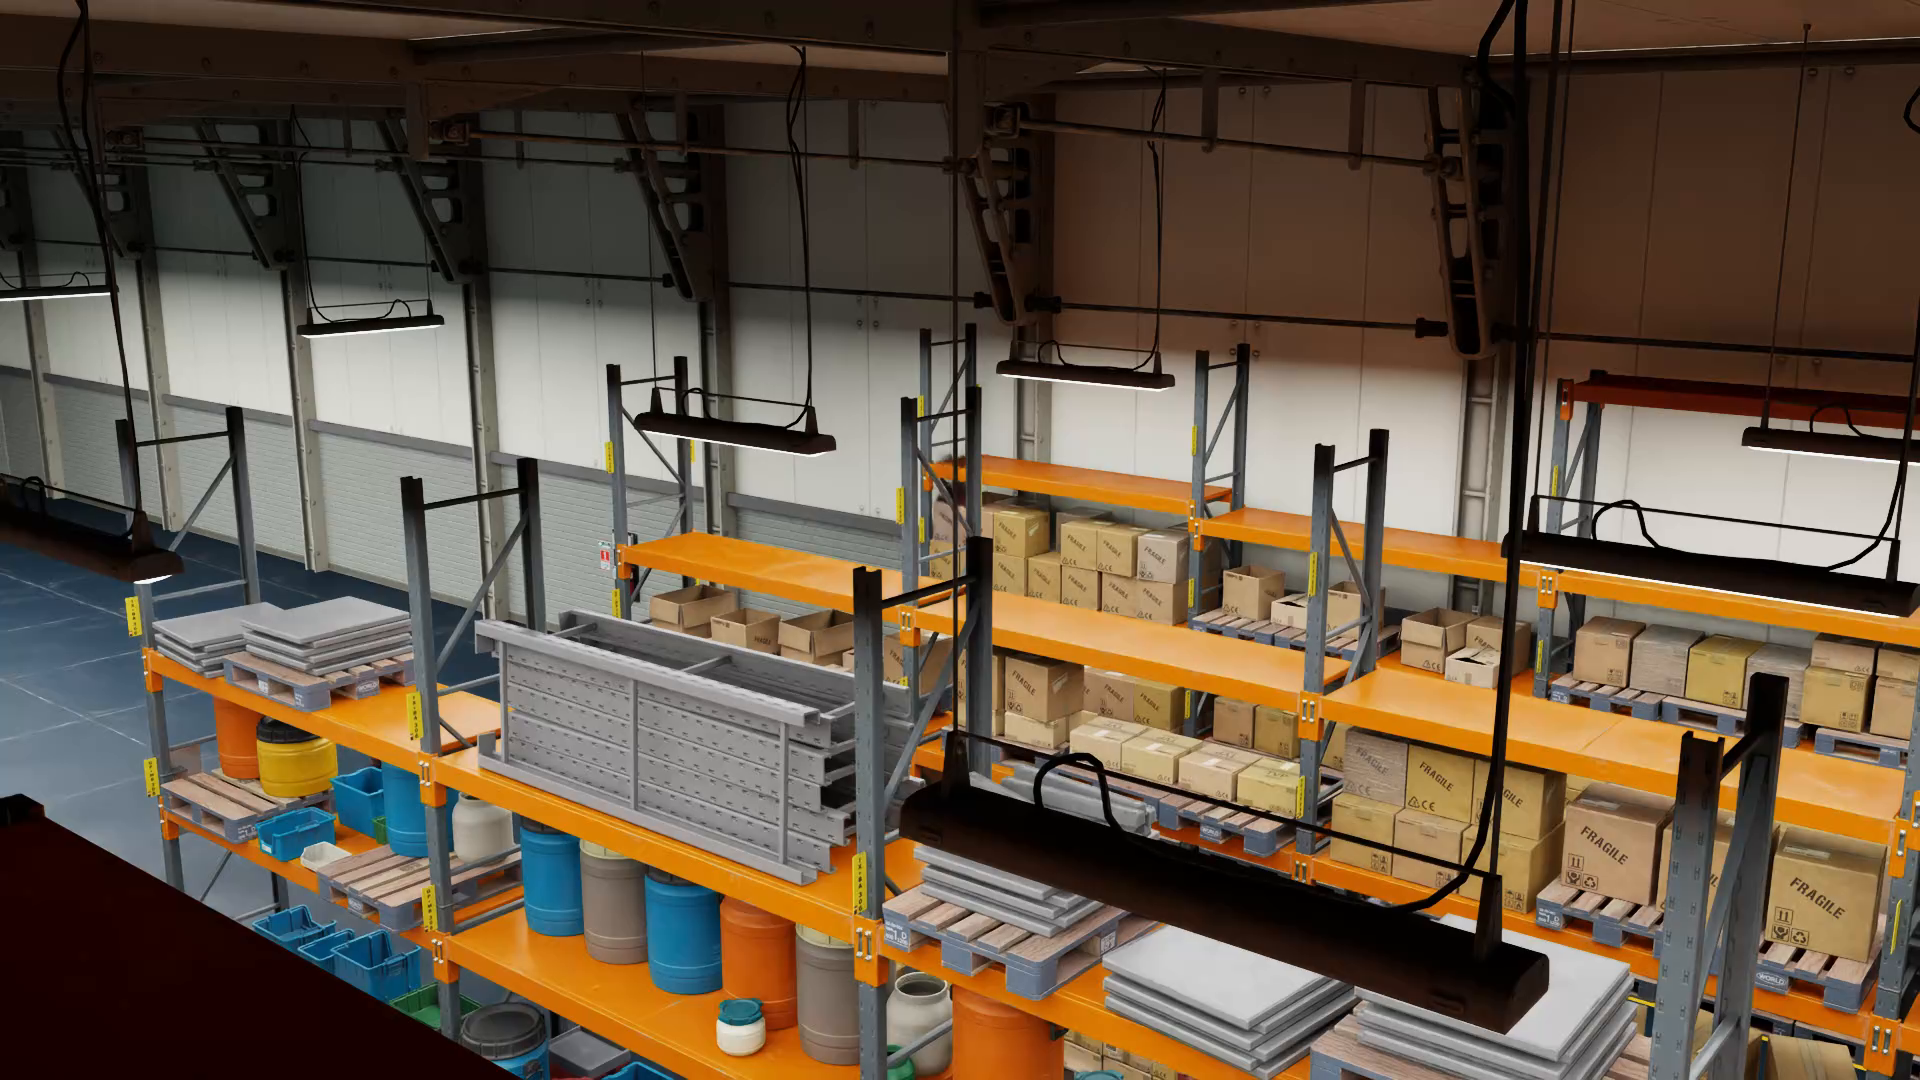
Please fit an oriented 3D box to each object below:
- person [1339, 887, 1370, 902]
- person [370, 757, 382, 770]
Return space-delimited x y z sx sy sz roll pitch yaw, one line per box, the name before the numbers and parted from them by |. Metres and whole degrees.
person | 3.645 3.867 15.533 0.758 1.590 0.550 12 17 43
person | -6.627 2.894 19.440 0.642 1.817 0.415 -9 15 -34
